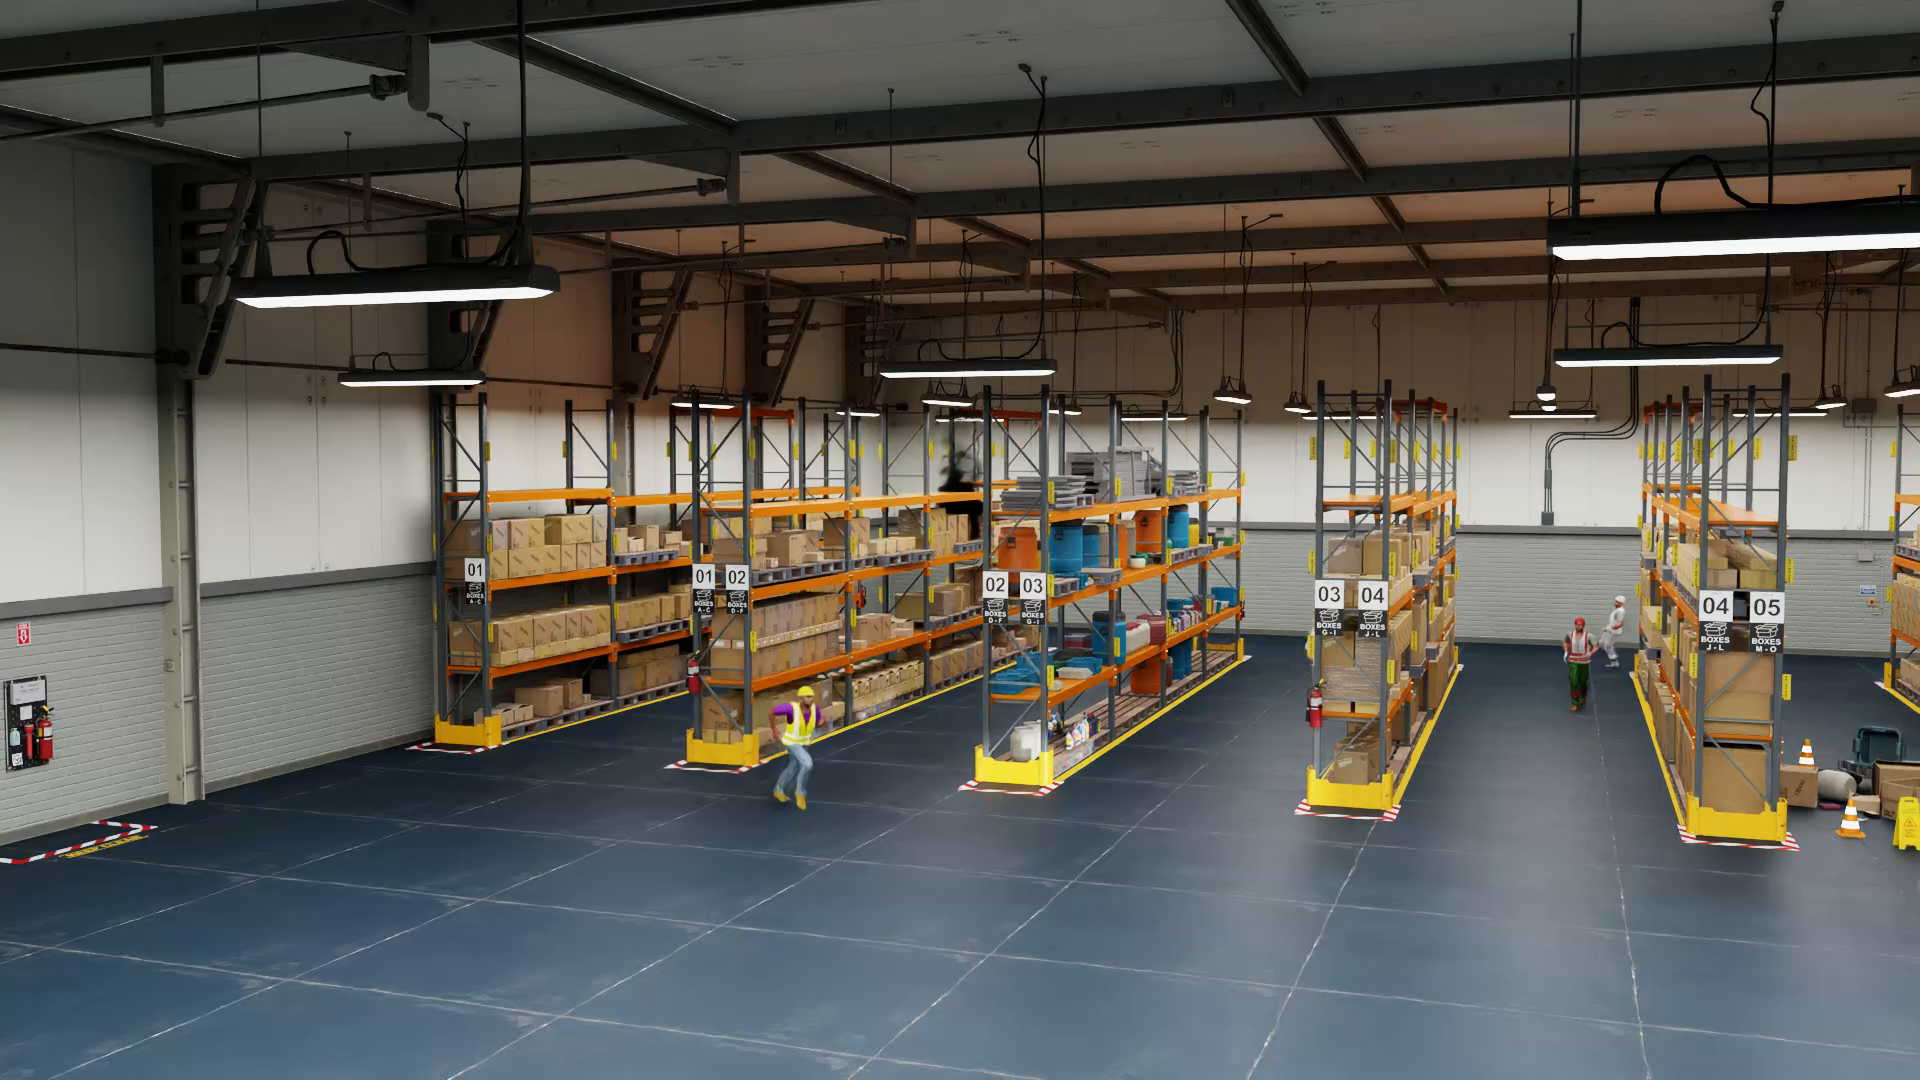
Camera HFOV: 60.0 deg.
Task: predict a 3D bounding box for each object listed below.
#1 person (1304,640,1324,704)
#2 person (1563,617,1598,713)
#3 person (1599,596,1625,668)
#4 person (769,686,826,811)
[{"bbox_3d":[6.983,2.433,32.113,0.698,1.723,0.579,1,3,19],"label":"person"},{"bbox_3d":[12.007,2.391,32.202,0.658,1.799,0.936,1,3,26],"label":"person"},{"bbox_3d":[14.986,2.107,38.233,0.553,1.698,0.755,1,3,21],"label":"person"},{"bbox_3d":[-2.296,2.898,23.336,0.929,1.734,0.685,2,4,38],"label":"person"}]
